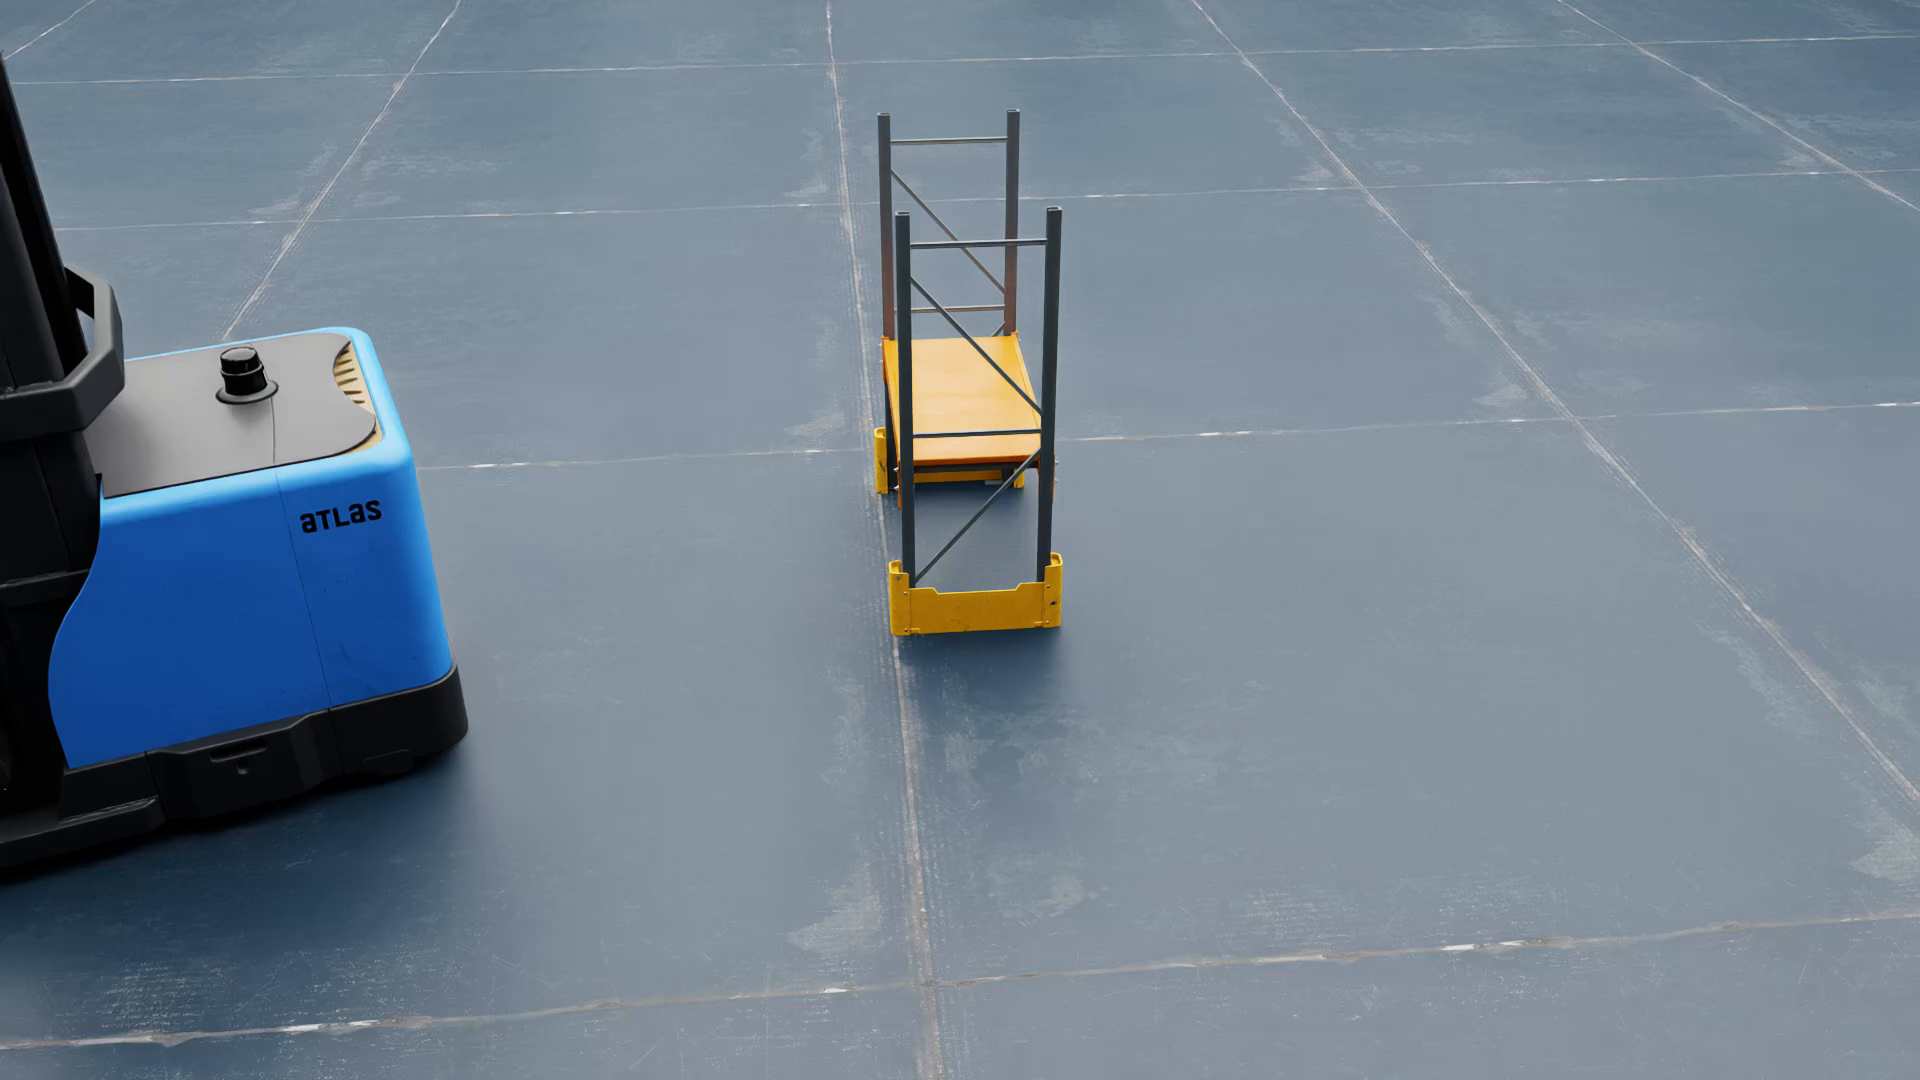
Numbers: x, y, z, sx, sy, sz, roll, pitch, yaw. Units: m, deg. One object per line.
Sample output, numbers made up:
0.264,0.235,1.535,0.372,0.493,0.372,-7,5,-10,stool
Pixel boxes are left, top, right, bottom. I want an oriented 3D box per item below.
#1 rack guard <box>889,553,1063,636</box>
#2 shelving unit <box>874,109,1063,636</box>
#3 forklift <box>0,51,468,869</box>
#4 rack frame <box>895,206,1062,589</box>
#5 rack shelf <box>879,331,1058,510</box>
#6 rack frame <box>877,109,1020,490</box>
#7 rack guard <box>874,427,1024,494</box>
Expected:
0.054,0.186,5.695,0.587,0.250,0.087,-3,31,-5,rack guard
0.007,-0.605,5.800,0.587,1.500,1.083,-3,31,-5,shelving unit
-3.078,-0.501,4.231,3.031,2.935,1.130,-13,33,-21,forklift
0.055,-0.341,5.358,0.500,1.500,0.032,-3,31,-5,rack frame
0.008,-0.446,5.885,0.538,0.185,1.000,-3,31,-5,rack shelf
-0.040,-0.860,6.227,0.500,1.500,0.032,-3,31,-5,rack frame
-0.039,-0.323,6.546,0.587,0.250,0.087,-3,31,-5,rack guard
